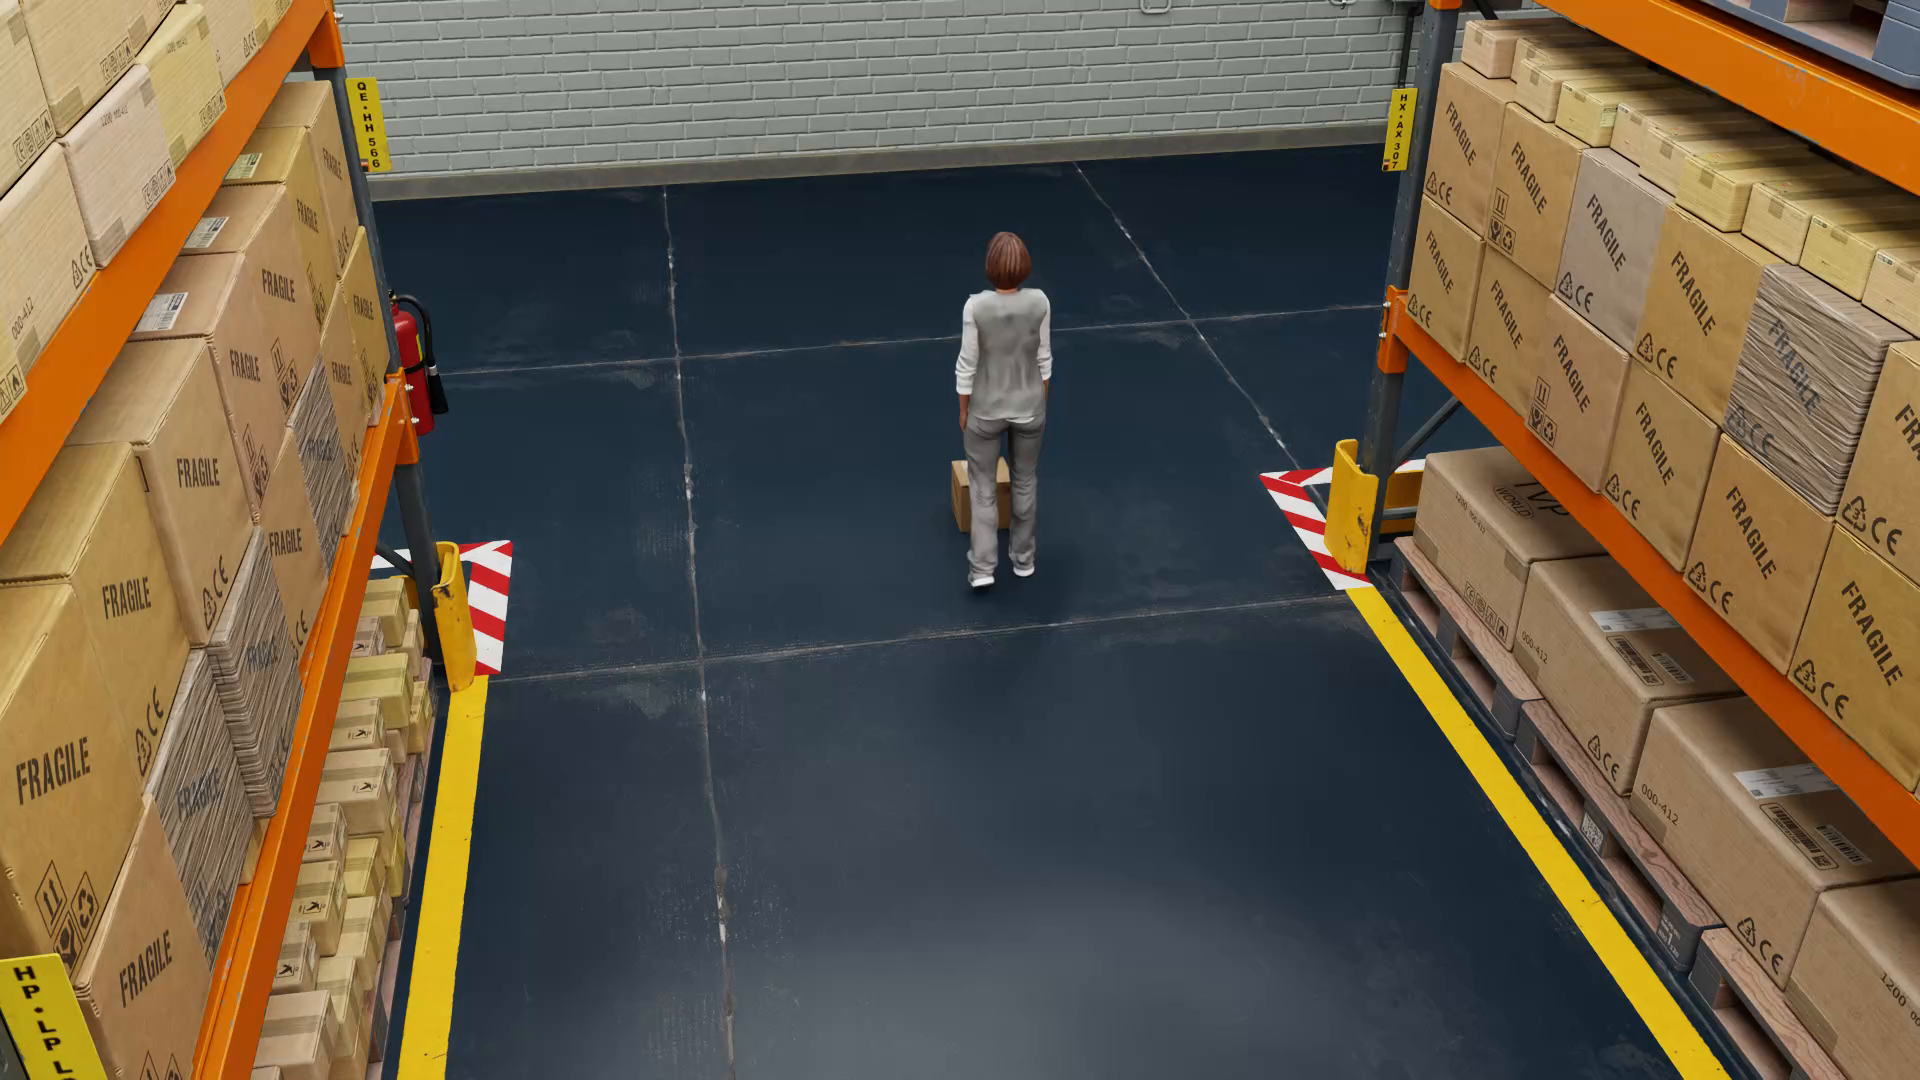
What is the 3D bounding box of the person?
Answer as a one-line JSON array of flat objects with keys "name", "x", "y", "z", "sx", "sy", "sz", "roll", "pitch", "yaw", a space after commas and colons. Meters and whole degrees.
[{"name": "person", "x": 0.182, "y": -0.520, "z": 7.057, "sx": 0.412, "sy": 1.654, "sz": 0.365, "roll": -5, "pitch": 31, "yaw": -8}]
